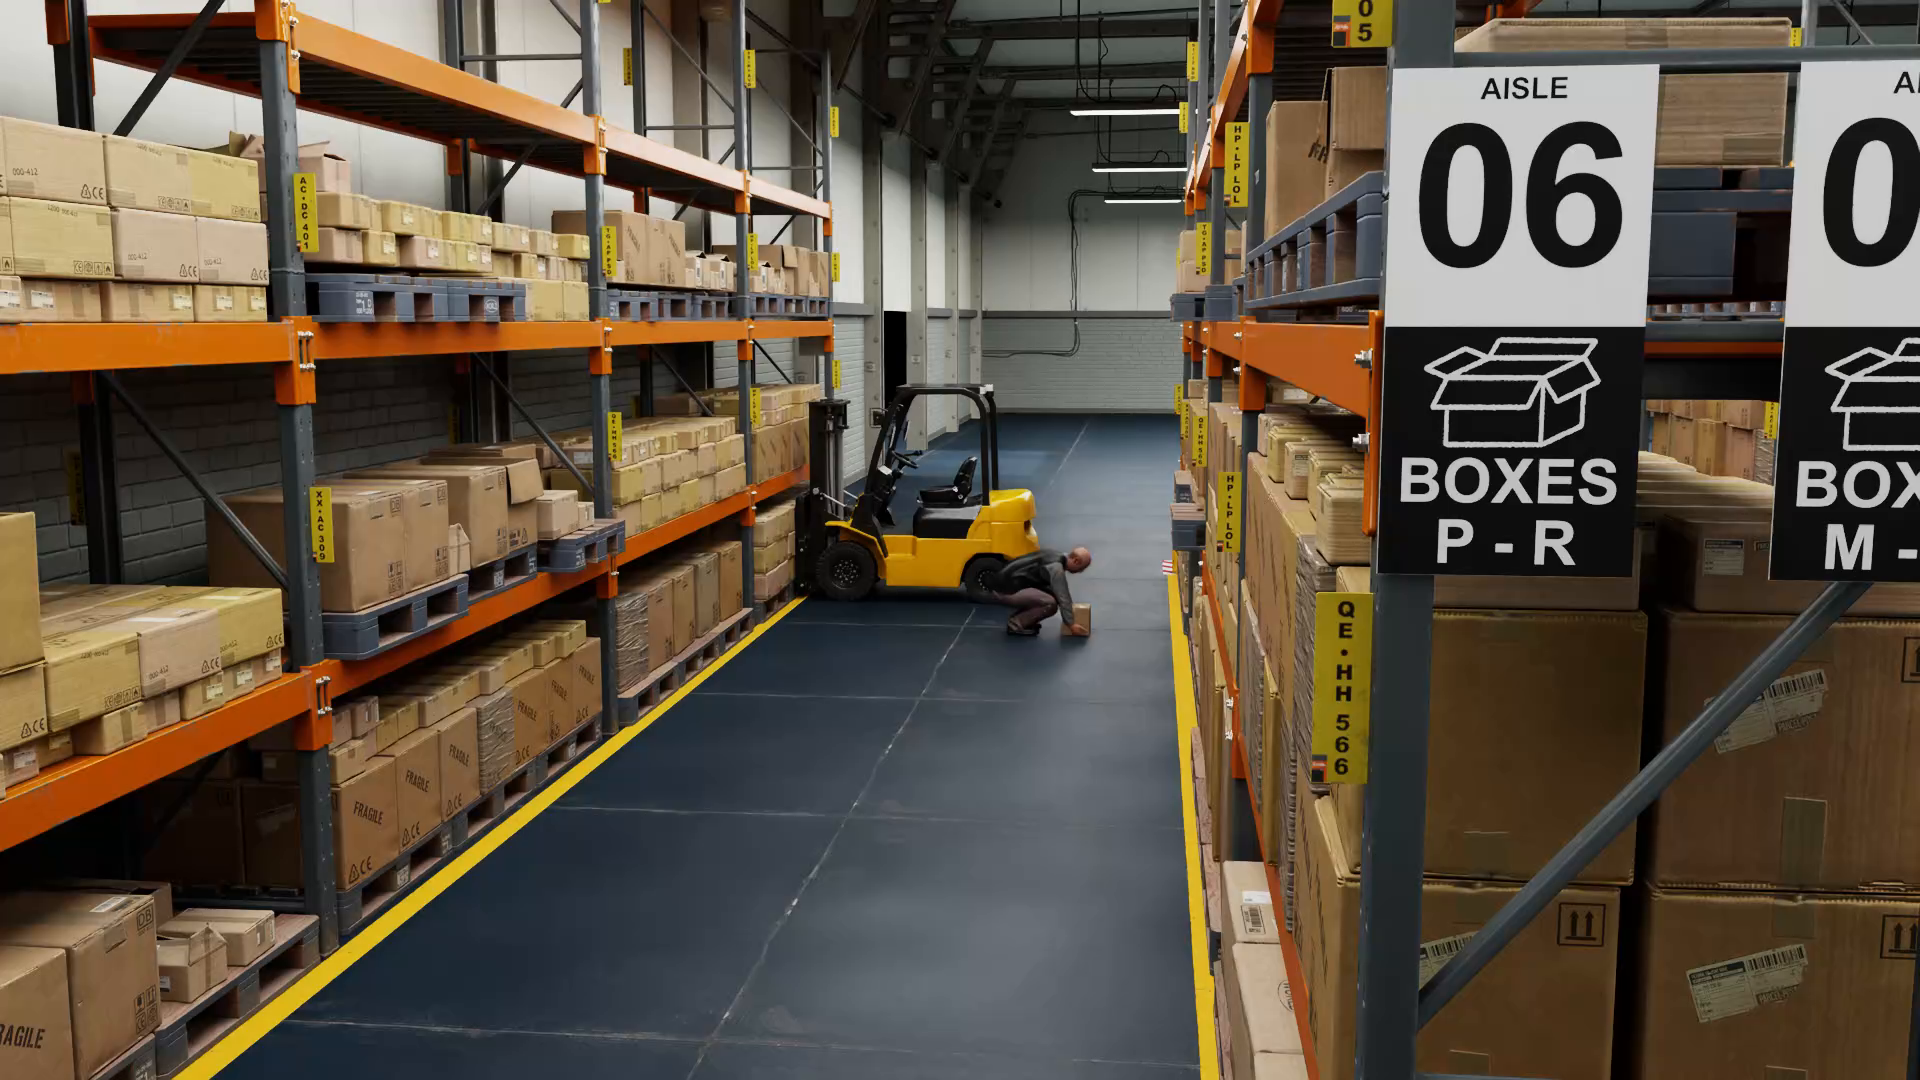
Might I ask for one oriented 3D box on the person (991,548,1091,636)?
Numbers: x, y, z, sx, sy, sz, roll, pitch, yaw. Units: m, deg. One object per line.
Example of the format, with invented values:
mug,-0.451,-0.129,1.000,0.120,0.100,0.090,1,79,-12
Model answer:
person,0.735,0.485,15.068,0.898,0.826,0.528,1,8,6
